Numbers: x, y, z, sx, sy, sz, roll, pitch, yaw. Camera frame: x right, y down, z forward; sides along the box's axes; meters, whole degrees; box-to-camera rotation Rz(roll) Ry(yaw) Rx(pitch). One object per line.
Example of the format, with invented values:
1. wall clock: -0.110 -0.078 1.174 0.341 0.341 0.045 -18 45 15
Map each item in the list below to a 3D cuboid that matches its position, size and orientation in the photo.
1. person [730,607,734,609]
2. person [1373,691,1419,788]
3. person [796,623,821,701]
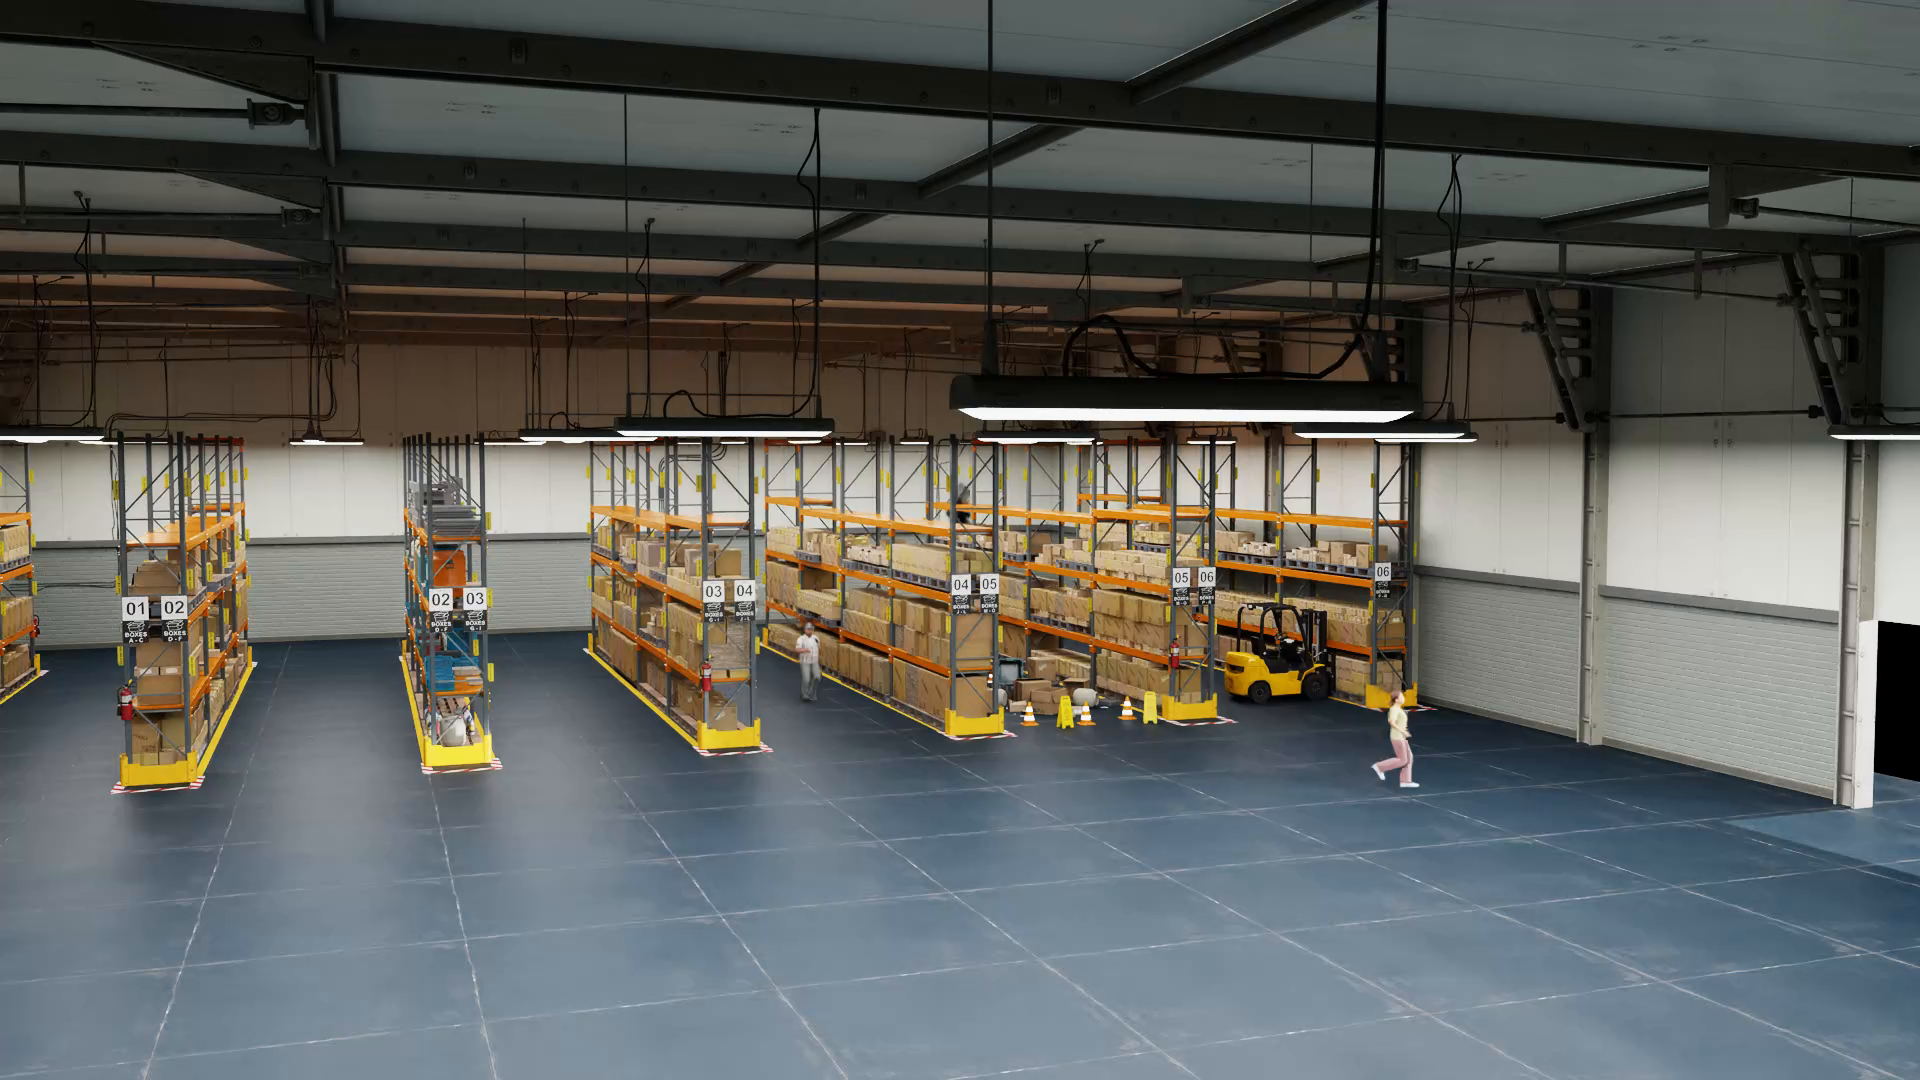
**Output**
1. person: -6.520 2.151 48.943 0.733 1.709 0.974 3 4 39
2. person: 7.346 3.345 28.005 0.762 1.633 0.596 1 3 14
3. person: -3.379 2.770 37.550 0.643 1.810 0.668 -1 3 -24
